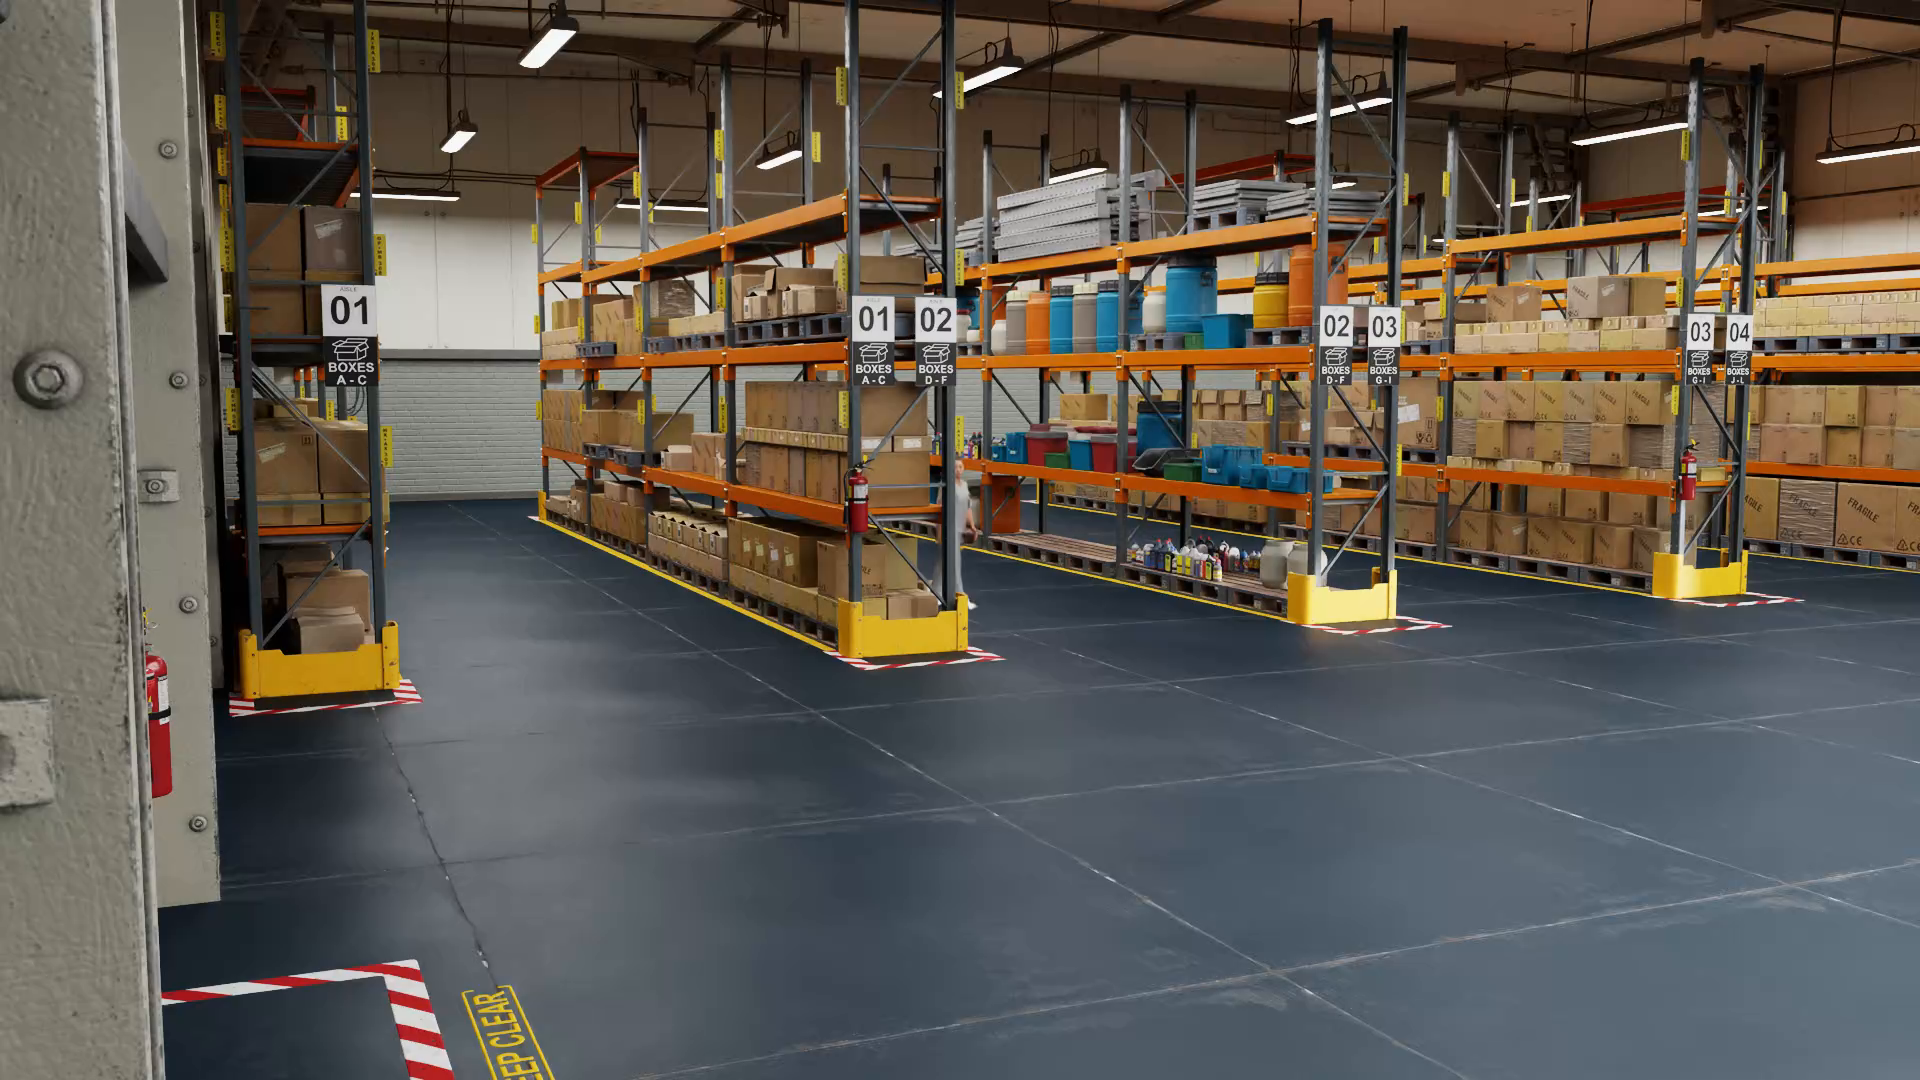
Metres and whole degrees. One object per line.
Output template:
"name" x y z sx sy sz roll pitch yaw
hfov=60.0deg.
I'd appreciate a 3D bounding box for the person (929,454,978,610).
"person" -0.064 -0.091 17.806 0.686 1.661 0.498 3 6 29
